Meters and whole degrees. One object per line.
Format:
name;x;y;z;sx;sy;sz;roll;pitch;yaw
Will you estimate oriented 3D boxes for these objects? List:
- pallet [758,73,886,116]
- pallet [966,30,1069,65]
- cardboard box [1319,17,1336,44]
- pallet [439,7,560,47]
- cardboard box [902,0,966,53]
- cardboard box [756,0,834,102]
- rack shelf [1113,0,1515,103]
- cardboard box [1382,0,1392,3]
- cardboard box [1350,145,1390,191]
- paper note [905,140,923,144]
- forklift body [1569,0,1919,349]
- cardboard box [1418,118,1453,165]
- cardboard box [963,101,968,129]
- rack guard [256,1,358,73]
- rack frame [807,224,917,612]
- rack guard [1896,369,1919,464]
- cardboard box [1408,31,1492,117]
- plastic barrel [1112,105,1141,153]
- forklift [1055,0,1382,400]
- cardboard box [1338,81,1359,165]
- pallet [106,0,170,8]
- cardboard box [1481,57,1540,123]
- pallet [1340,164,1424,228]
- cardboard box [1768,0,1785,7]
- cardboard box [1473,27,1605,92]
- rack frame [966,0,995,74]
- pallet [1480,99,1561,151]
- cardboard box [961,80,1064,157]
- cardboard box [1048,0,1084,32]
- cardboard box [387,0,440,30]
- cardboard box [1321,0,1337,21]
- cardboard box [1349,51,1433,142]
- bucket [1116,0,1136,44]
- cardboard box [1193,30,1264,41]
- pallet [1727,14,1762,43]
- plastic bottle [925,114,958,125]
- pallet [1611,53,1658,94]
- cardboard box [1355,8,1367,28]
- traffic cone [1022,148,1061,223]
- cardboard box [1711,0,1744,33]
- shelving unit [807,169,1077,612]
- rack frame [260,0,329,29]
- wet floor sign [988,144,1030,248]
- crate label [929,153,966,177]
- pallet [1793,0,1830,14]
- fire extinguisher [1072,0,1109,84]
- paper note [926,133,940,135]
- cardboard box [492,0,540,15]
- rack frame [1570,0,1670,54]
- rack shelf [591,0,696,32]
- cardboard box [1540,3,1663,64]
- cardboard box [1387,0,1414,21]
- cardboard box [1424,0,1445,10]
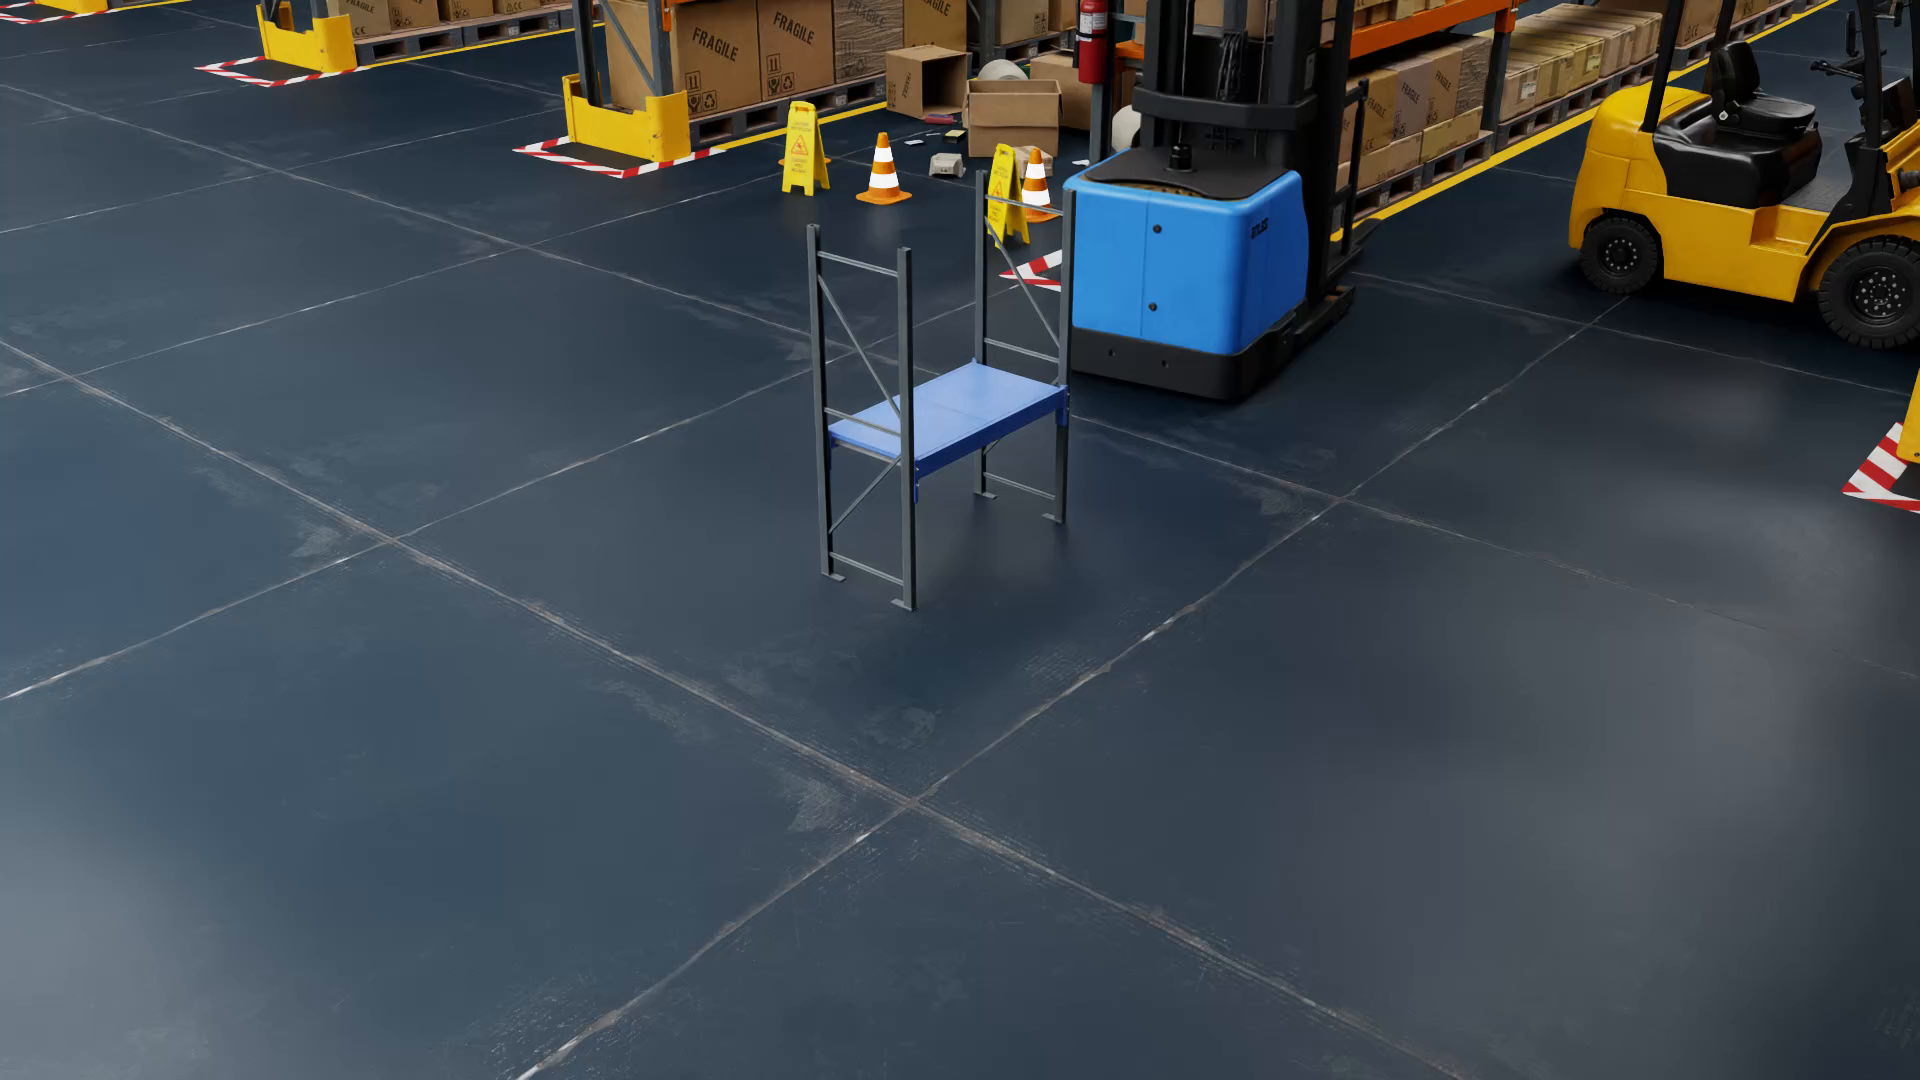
pallet;-1.415;-3.991;14.735;1.003;0.211;1.213;21;34;34
pallet;0.338;-4.968;16.623;1.003;0.211;1.213;21;34;34
cardboard box;2.198;-3.271;10.581;0.380;0.149;0.250;21;34;35
pallet;-5.033;-5.475;17.603;1.003;0.211;1.213;21;34;34
cardboard box;-0.549;-4.951;15.411;0.875;0.875;0.875;21;34;35
cardboard box;-1.701;-4.308;14.168;0.875;0.875;0.875;20;34;34
rack shelf;2.517;-3.471;11.478;1.077;0.370;4.000;21;34;34
cardboard box;2.727;-3.893;11.079;0.500;0.500;0.500;20;33;33
cardboard box;2.639;-2.628;11.601;0.500;0.250;0.500;24;35;38
paper note;-0.358;-3.218;13.439;0.142;0.017;0.144;-15;31;-27
forklift body;4.876;-2.461;9.666;2.313;2.155;1.214;21;34;34
cardboard box;3.290;-2.985;12.291;0.500;0.250;0.500;20;33;33
cardboard box;0.233;-3.549;13.821;0.258;0.266;0.396;-21;34;-35
rack guard;-6.354;-4.895;16.167;1.175;0.500;0.348;21;34;34
rack frame;-0.378;-0.456;6.499;0.500;1.500;0.032;21;34;34
rack guard;5.062;-0.514;7.699;1.175;0.500;0.348;21;34;34
cardboard box;3.620;-3.510;12.490;0.500;0.500;0.500;20;34;34
plastic barrel;1.390;-3.112;12.805;0.421;0.421;0.512;-5;28;-9
forklift;1.684;-2.657;9.197;1.130;2.935;3.031;15;31;26
cardboard box;2.315;-2.780;11.079;0.500;0.500;0.500;19;33;33
pallet;-9.691;-6.514;19.612;1.003;0.211;1.213;21;34;34
cardboard box;4.121;-3.706;13.552;0.950;0.372;0.625;21;34;35
pallet;2.613;-2.578;12.004;1.003;0.211;1.213;21;34;34
cardboard box;8.545;-6.336;18.088;0.875;0.875;0.875;22;35;36
cardboard box;5.016;-4.209;14.524;0.950;0.372;0.625;22;35;36
rack frame;-0.095;-5.911;15.411;1.000;3.000;0.127;21;34;34
pallet;4.283;-3.538;13.859;1.003;0.211;1.213;21;34;34
cardboard box;0.409;-3.336;13.150;0.797;0.503;0.637;0;27;0
cardboard box;0.847;-5.685;16.967;1.050;0.750;0.750;21;34;34
cardboard box;-5.638;-5.493;16.866;0.500;0.500;0.500;-18;32;-31
cardboard box;2.087;-3.530;10.376;0.500;0.500;0.500;22;35;36
cardboard box;2.974;-3.148;11.790;0.500;0.500;0.500;23;35;37
bucket;1.598;-4.410;14.418;0.620;0.611;0.726;-5;26;-32
cardboard box;1.621;-3.030;10.116;0.380;0.149;0.250;21;34;35
pallet;7.669;-5.368;17.396;1.003;0.211;1.213;21;34;34
plastic bottle;-0.142;-3.551;14.048;0.283;0.061;0.133;9;29;17
pallet;5.835;-4.403;15.531;1.003;0.211;1.213;21;34;34
cardboard box;2.459;-3.483;10.992;0.380;0.149;0.250;22;35;36
traffic cone;0.523;-2.484;11.549;0.336;0.463;0.334;21;34;34
cardboard box;7.407;-5.696;16.852;0.875;0.875;0.875;21;34;35
shelving unit;-0.054;-0.636;6.847;0.538;1.500;1.048;21;34;34
rack frame;-6.402;-5.978;15.541;1.000;3.000;0.127;21;34;34
wet floor sign;0.298;-2.281;10.958;0.232;0.644;0.267;-15;31;-27
crate label;-0.098;-2.840;12.591;0.250;0.136;0.298;4;28;8
pallet;9.422;-6.344;19.284;1.003;0.211;1.213;21;34;34
fire extinguisher;0.816;-3.141;10.142;0.296;0.674;0.183;21;34;34
paper note;-0.218;-3.344;13.703;0.123;0.001;0.032;-10;29;-18
cardboard box;-4.836;-5.894;17.642;0.500;0.500;0.500;17;32;30
rack frame;6.333;-5.918;15.425;1.000;3.000;0.127;21;34;34
rack shelf;-1.367;-4.882;14.206;1.077;0.370;4.000;21;34;34
cardboard box;5.966;-4.740;15.551;0.950;0.372;0.625;18;32;31
cardboard box;2.855;-3.640;11.296;0.380;0.149;0.250;21;34;35
cardboard box;3.176;-3.824;11.651;0.380;0.149;0.250;20;34;34
